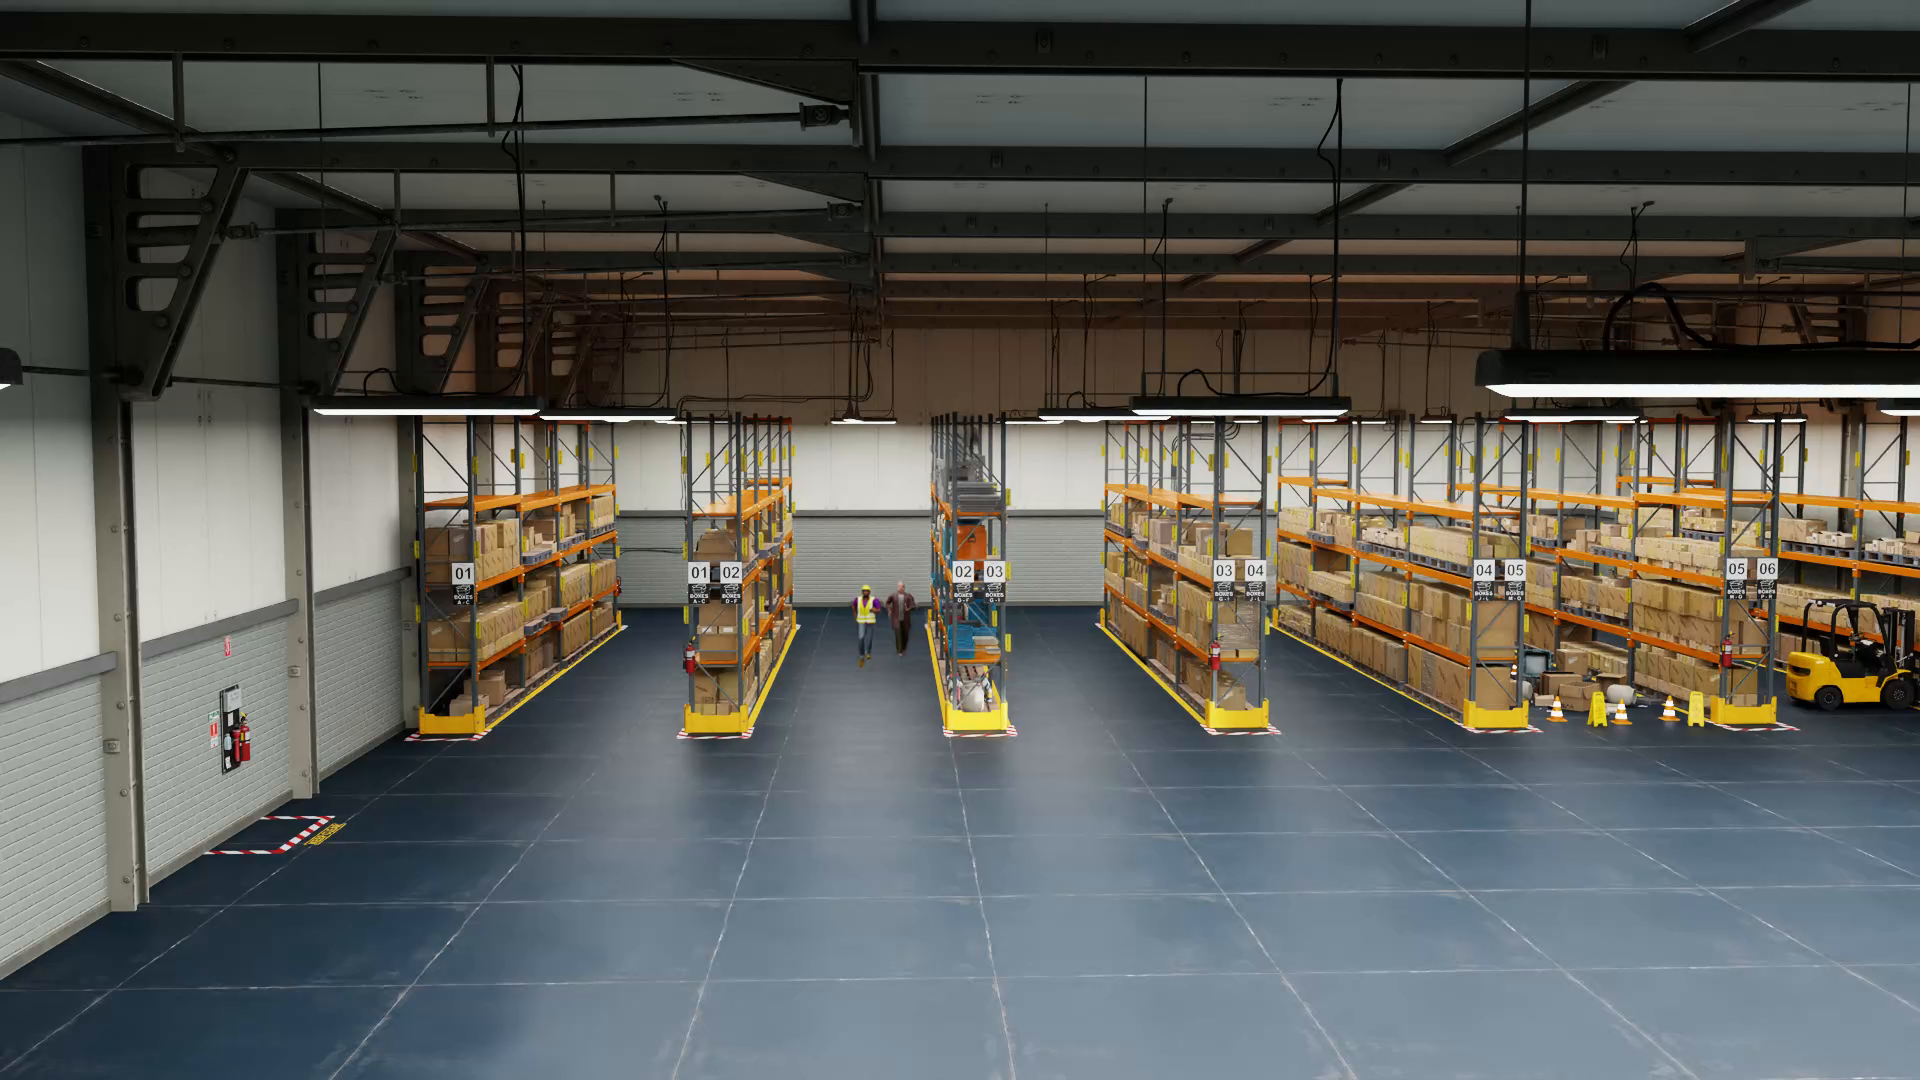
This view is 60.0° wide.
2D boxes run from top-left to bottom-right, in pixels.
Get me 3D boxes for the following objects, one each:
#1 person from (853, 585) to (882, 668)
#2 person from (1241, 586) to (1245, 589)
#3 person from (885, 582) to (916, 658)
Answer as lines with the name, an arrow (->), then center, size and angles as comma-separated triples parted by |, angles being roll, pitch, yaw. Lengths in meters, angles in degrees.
person -> -2.151, 1.978, 38.474 | 0.677, 1.884, 0.747 | 0, 4, -1
person -> 7.725, 1.846, 44.911 | 0.620, 1.624, 0.890 | -1, 4, -11
person -> -1.396, 1.889, 39.240 | 0.719, 1.783, 0.893 | 0, 4, -6
